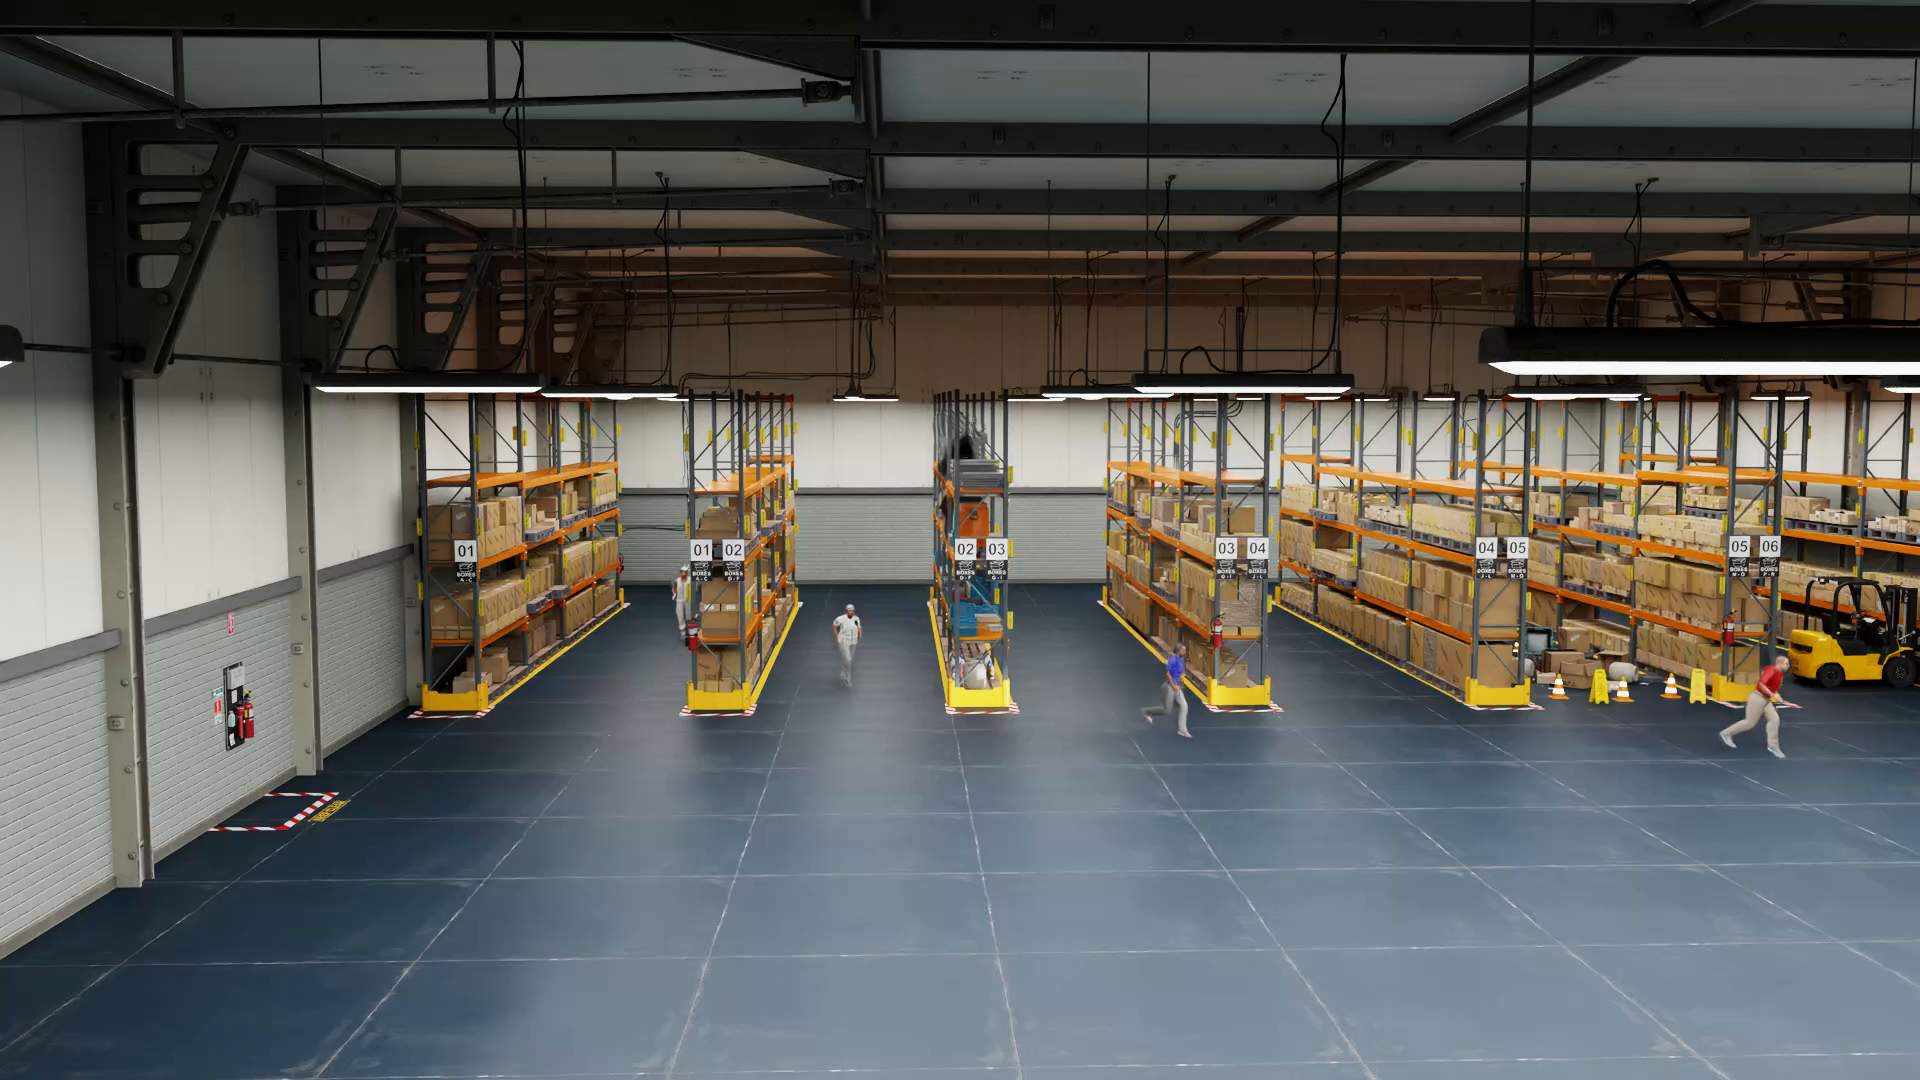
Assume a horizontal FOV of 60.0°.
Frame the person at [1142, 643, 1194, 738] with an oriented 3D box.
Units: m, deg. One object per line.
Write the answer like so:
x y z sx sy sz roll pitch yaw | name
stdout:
3.610 2.600 28.771 0.939 1.638 0.574 2 5 28 | person

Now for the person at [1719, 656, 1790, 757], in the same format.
13.045 2.702 27.297 1.020 1.693 0.702 3 6 33 | person

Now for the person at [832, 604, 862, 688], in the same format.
-2.279 2.155 33.921 0.538 1.723 0.831 -3 6 -33 | person

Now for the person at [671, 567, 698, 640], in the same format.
-6.754 1.534 40.709 0.655 1.773 0.845 0 5 -1 | person
